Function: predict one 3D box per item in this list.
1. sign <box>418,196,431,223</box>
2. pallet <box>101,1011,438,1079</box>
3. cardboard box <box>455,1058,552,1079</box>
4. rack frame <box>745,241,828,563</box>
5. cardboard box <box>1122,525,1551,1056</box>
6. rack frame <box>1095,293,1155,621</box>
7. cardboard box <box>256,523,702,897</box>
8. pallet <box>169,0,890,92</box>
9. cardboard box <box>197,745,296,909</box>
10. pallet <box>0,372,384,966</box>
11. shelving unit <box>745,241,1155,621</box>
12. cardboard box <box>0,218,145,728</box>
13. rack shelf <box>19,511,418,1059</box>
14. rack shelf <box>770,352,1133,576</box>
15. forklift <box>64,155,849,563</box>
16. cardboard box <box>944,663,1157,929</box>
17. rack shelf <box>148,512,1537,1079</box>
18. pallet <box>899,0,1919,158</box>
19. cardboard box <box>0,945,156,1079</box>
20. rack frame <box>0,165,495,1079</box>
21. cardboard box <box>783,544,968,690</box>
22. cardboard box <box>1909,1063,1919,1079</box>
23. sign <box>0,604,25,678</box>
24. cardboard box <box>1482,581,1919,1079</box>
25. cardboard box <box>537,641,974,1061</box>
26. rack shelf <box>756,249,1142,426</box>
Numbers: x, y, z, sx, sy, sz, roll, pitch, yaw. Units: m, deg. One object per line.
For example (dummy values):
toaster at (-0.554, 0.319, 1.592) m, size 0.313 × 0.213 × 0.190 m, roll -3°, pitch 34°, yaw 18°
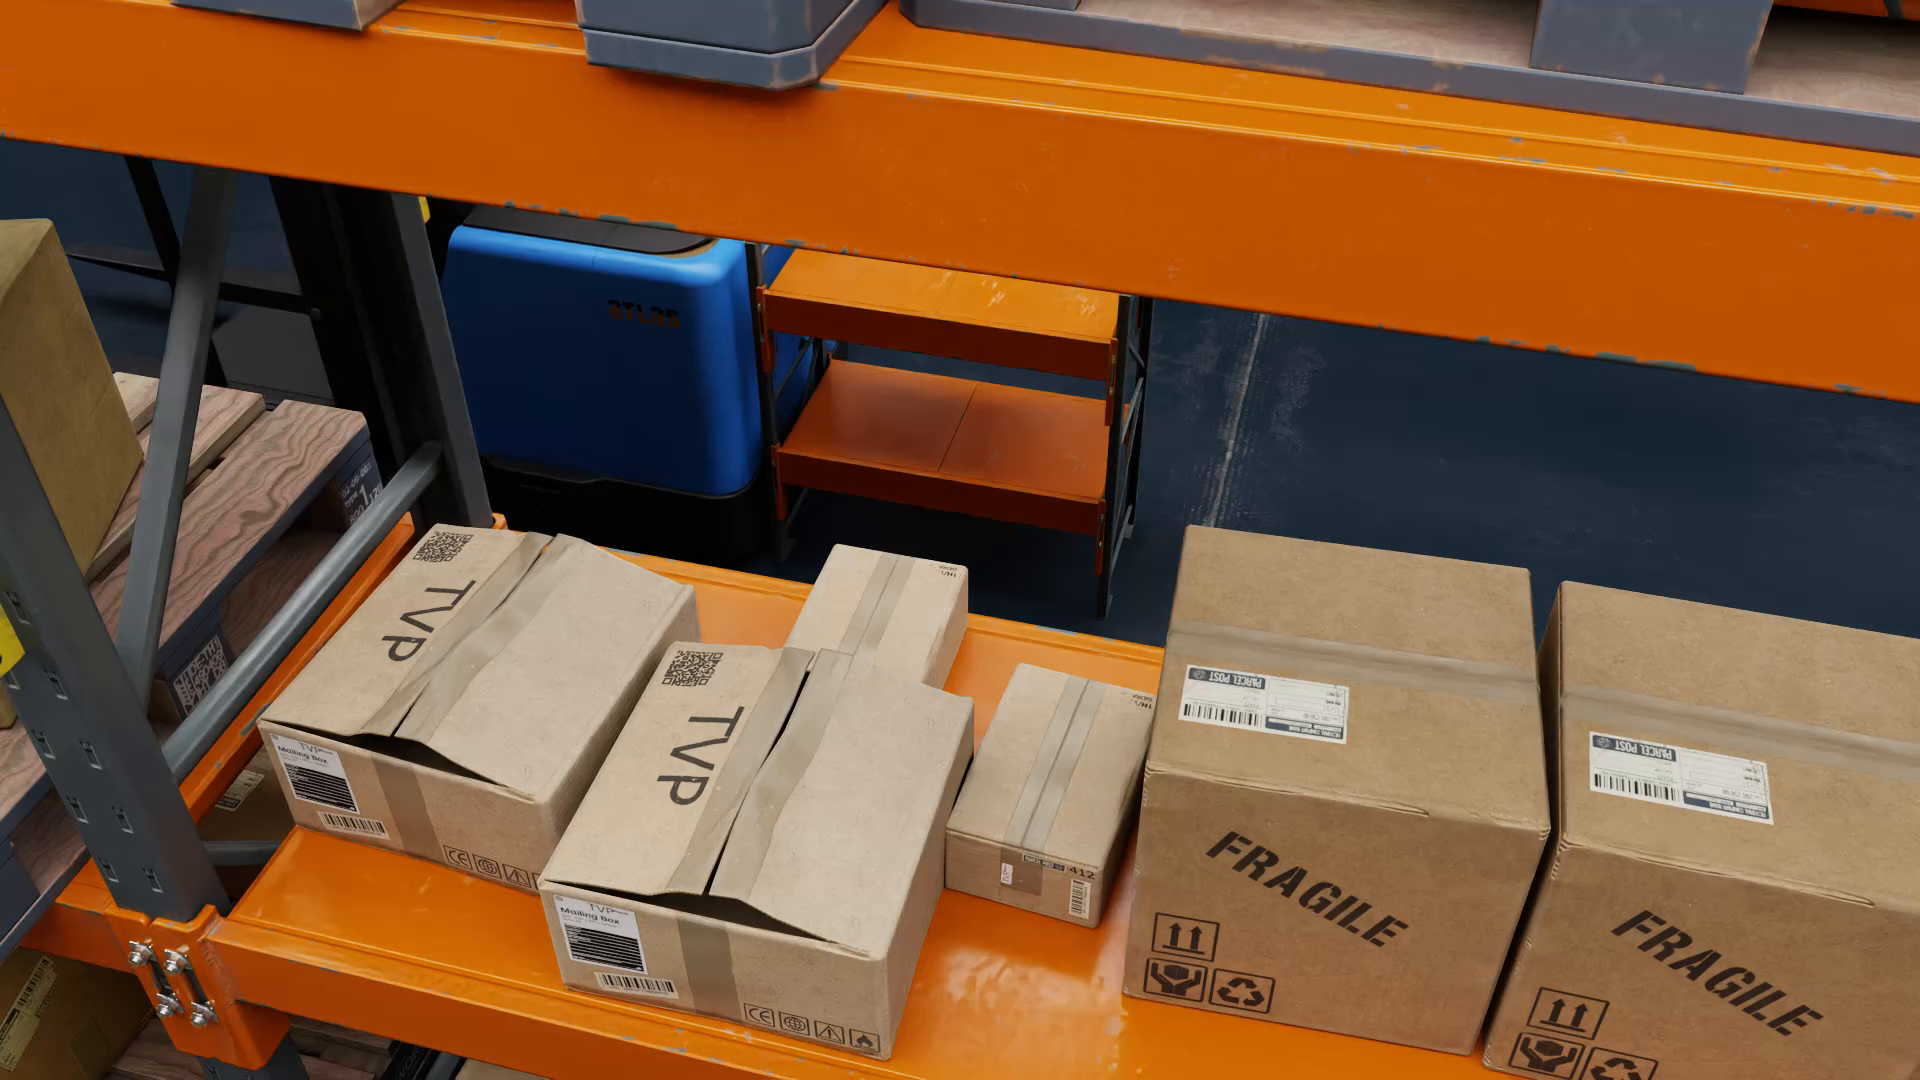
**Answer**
sign at (-0.954, -0.666, 2.810) m, size 0.005 × 0.325 × 0.100 m, roll 10°, pitch 41°, yaw 11°
pallet at (-1.806, 1.043, 3.844) m, size 1.213 × 0.211 × 1.003 m, roll 10°, pitch 41°, yaw 11°
cardboard box at (-0.664, 1.070, 3.019) m, size 0.500 × 0.311 × 0.500 m, roll 11°, pitch 41°, yaw 13°
rack frame at (-0.498, -0.516, 4.990) m, size 0.032 × 1.125 × 0.500 m, roll 10°, pitch 41°, yaw 11°
cardboard box at (0.531, 0.354, 2.419) m, size 0.500 × 0.500 × 0.500 m, roll 8°, pitch 41°, yaw 9°
rack frame at (0.485, -0.347, 4.789) m, size 0.032 × 1.125 × 0.500 m, roll 10°, pitch 41°, yaw 11°
cardboard box at (-0.754, 0.245, 2.695) m, size 0.500 × 0.311 × 0.500 m, roll 12°, pitch 42°, yaw 14°
pallet at (-0.416, -0.896, 1.799) m, size 1.003 × 0.211 × 1.213 m, roll 12°, pitch 41°, yaw 13°
cardboard box at (-1.460, 0.659, 3.735) m, size 0.500 × 0.500 × 0.500 m, roll 11°, pitch 41°, yaw 13°
pallet at (-1.767, 0.127, 2.915) m, size 1.003 × 0.211 × 1.213 m, roll 10°, pitch 41°, yaw 11°
shelving unit at (-0.007, -0.432, 4.890) m, size 1.048 × 1.125 × 0.538 m, roll 10°, pitch 41°, yaw 11°
cardboard box at (-1.732, -0.111, 2.645) m, size 0.500 × 0.500 × 0.700 m, roll -3°, pitch 40°, yaw -3°
rack shelf at (-3.026, 0.066, 3.398) m, size 4.000 × 0.370 × 1.077 m, roll 10°, pitch 41°, yaw 11°
rack shelf at (-0.007, -0.245, 5.047) m, size 1.000 × 0.278 × 0.538 m, roll 10°, pitch 41°, yaw 11°
forklift at (-1.956, -1.584, 4.857) m, size 3.031 × 2.935 × 1.130 m, roll 11°, pitch 41°, yaw 12°
cardboard box at (0.152, 0.396, 2.641) m, size 0.250 × 0.149 × 0.380 m, roll 13°, pitch 42°, yaw 15°
rack shelf at (0.838, 0.731, 2.607) m, size 4.000 × 0.370 × 1.077 m, roll 10°, pitch 41°, yaw 11°
pallet at (0.666, -0.712, 1.580) m, size 1.213 × 0.211 × 1.003 m, roll 12°, pitch 41°, yaw 13°
cardboard box at (-2.058, 0.902, 3.445) m, size 0.500 × 0.500 × 0.500 m, roll 11°, pitch 41°, yaw 13°
rack frame at (-1.094, 0.123, 2.771) m, size 0.127 × 3.000 × 1.000 m, roll 10°, pitch 41°, yaw 11°
cardboard box at (-0.154, 0.197, 2.878) m, size 0.250 × 0.149 × 0.380 m, roll 10°, pitch 41°, yaw 11°
cardboard box at (1.523, 0.524, 2.216) m, size 0.500 × 0.500 × 0.500 m, roll 13°, pitch 42°, yaw 15°
sign at (-1.225, 0.049, 2.021) m, size 0.005 × 0.325 × 0.100 m, roll 10°, pitch 41°, yaw 11°
cardboard box at (1.039, 0.441, 2.315) m, size 0.500 × 0.500 × 0.500 m, roll 10°, pitch 41°, yaw 11°
cardboard box at (-0.280, 0.426, 2.479) m, size 0.500 × 0.311 × 0.500 m, roll 9°, pitch 41°, yaw 11°
rack shelf at (-0.007, -0.656, 4.701) m, size 1.000 × 0.278 × 0.538 m, roll 10°, pitch 41°, yaw 11°
